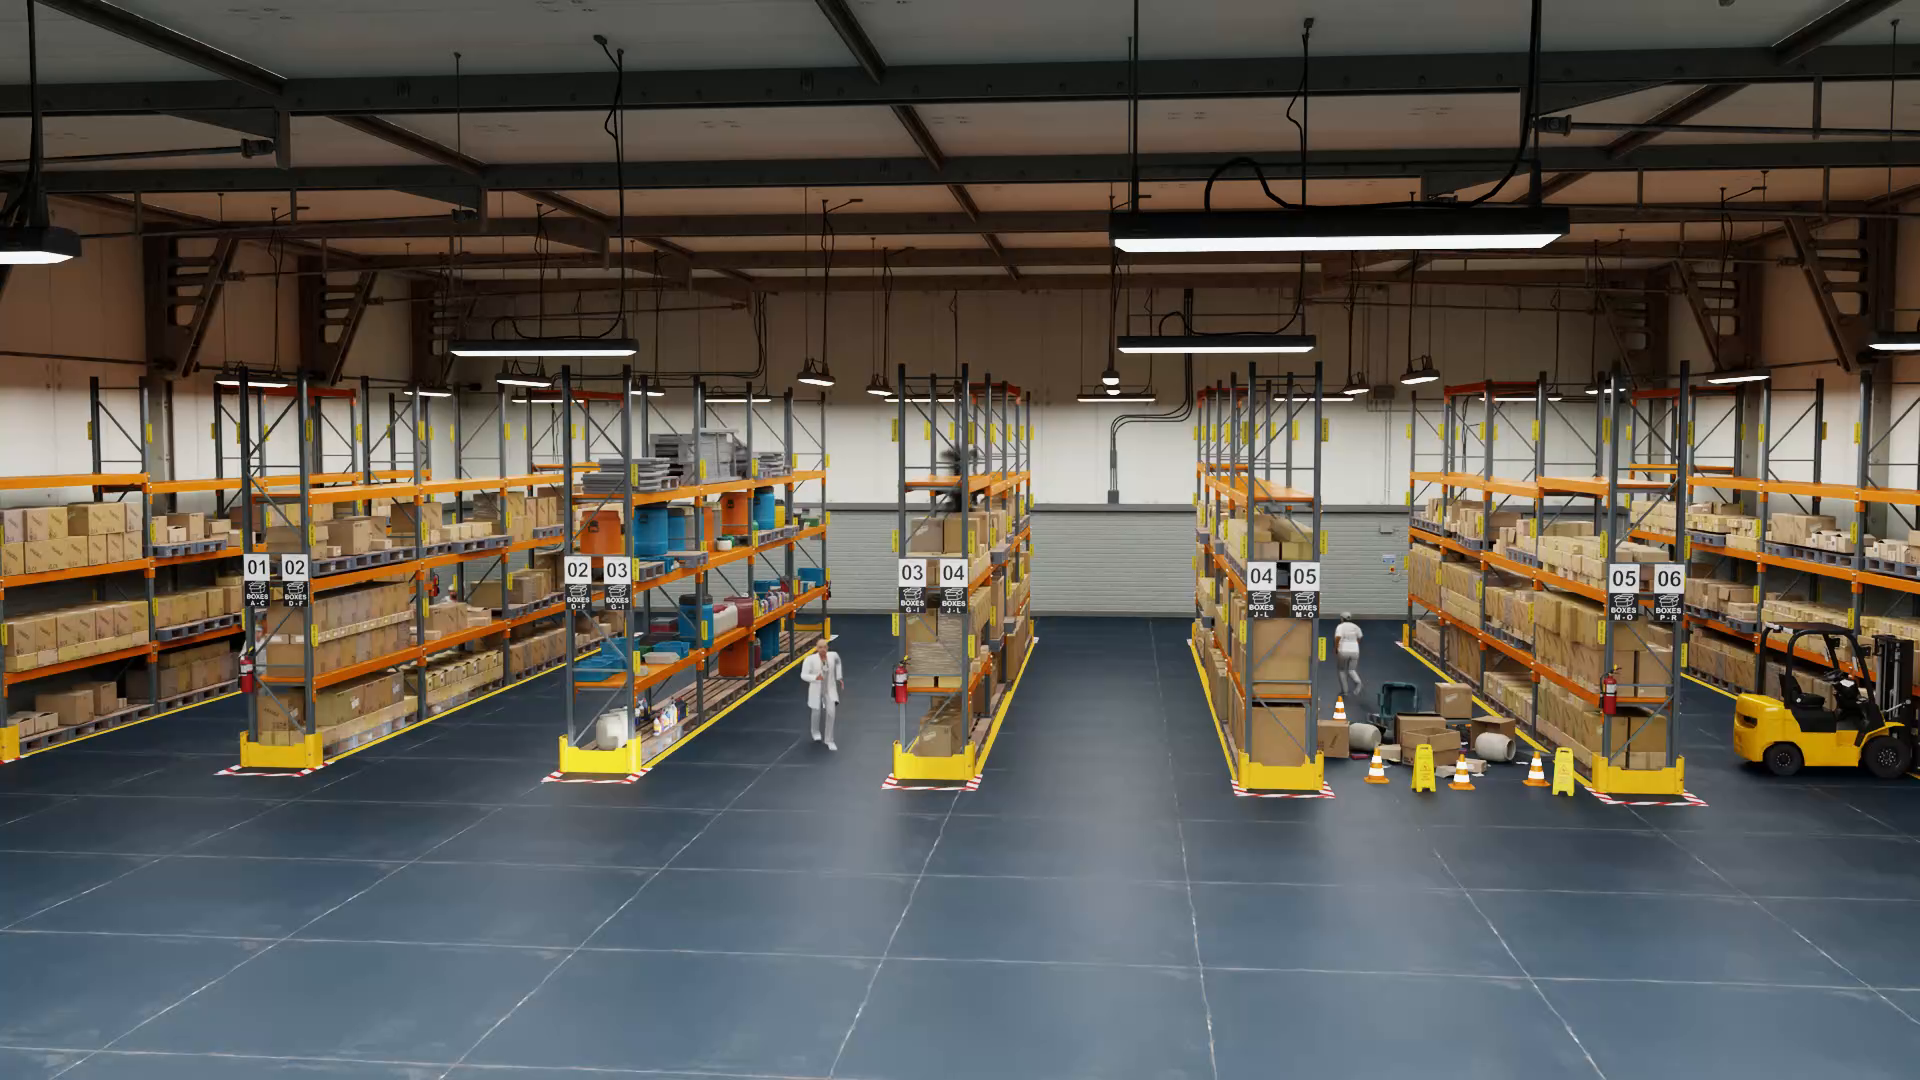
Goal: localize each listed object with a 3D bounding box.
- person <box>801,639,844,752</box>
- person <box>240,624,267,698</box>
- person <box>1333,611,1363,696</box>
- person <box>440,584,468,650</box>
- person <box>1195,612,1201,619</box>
[{"bbox_3d":[-2.194,2.480,26.485,0.710,1.658,1.062,-1,4,-12],"label":"person"},{"bbox_3d":[-12.403,2.299,29.407,0.627,1.650,0.659,-1,4,-18],"label":"person"},{"bbox_3d":[7.420,2.177,31.697,0.603,1.615,0.708,-1,4,-8],"label":"person"},{"bbox_3d":[-10.905,1.815,35.793,0.628,1.758,0.868,-1,4,-12],"label":"person"},{"bbox_3d":[6.098,1.512,41.151,0.938,1.657,0.594,-2,4,-34],"label":"person"}]
